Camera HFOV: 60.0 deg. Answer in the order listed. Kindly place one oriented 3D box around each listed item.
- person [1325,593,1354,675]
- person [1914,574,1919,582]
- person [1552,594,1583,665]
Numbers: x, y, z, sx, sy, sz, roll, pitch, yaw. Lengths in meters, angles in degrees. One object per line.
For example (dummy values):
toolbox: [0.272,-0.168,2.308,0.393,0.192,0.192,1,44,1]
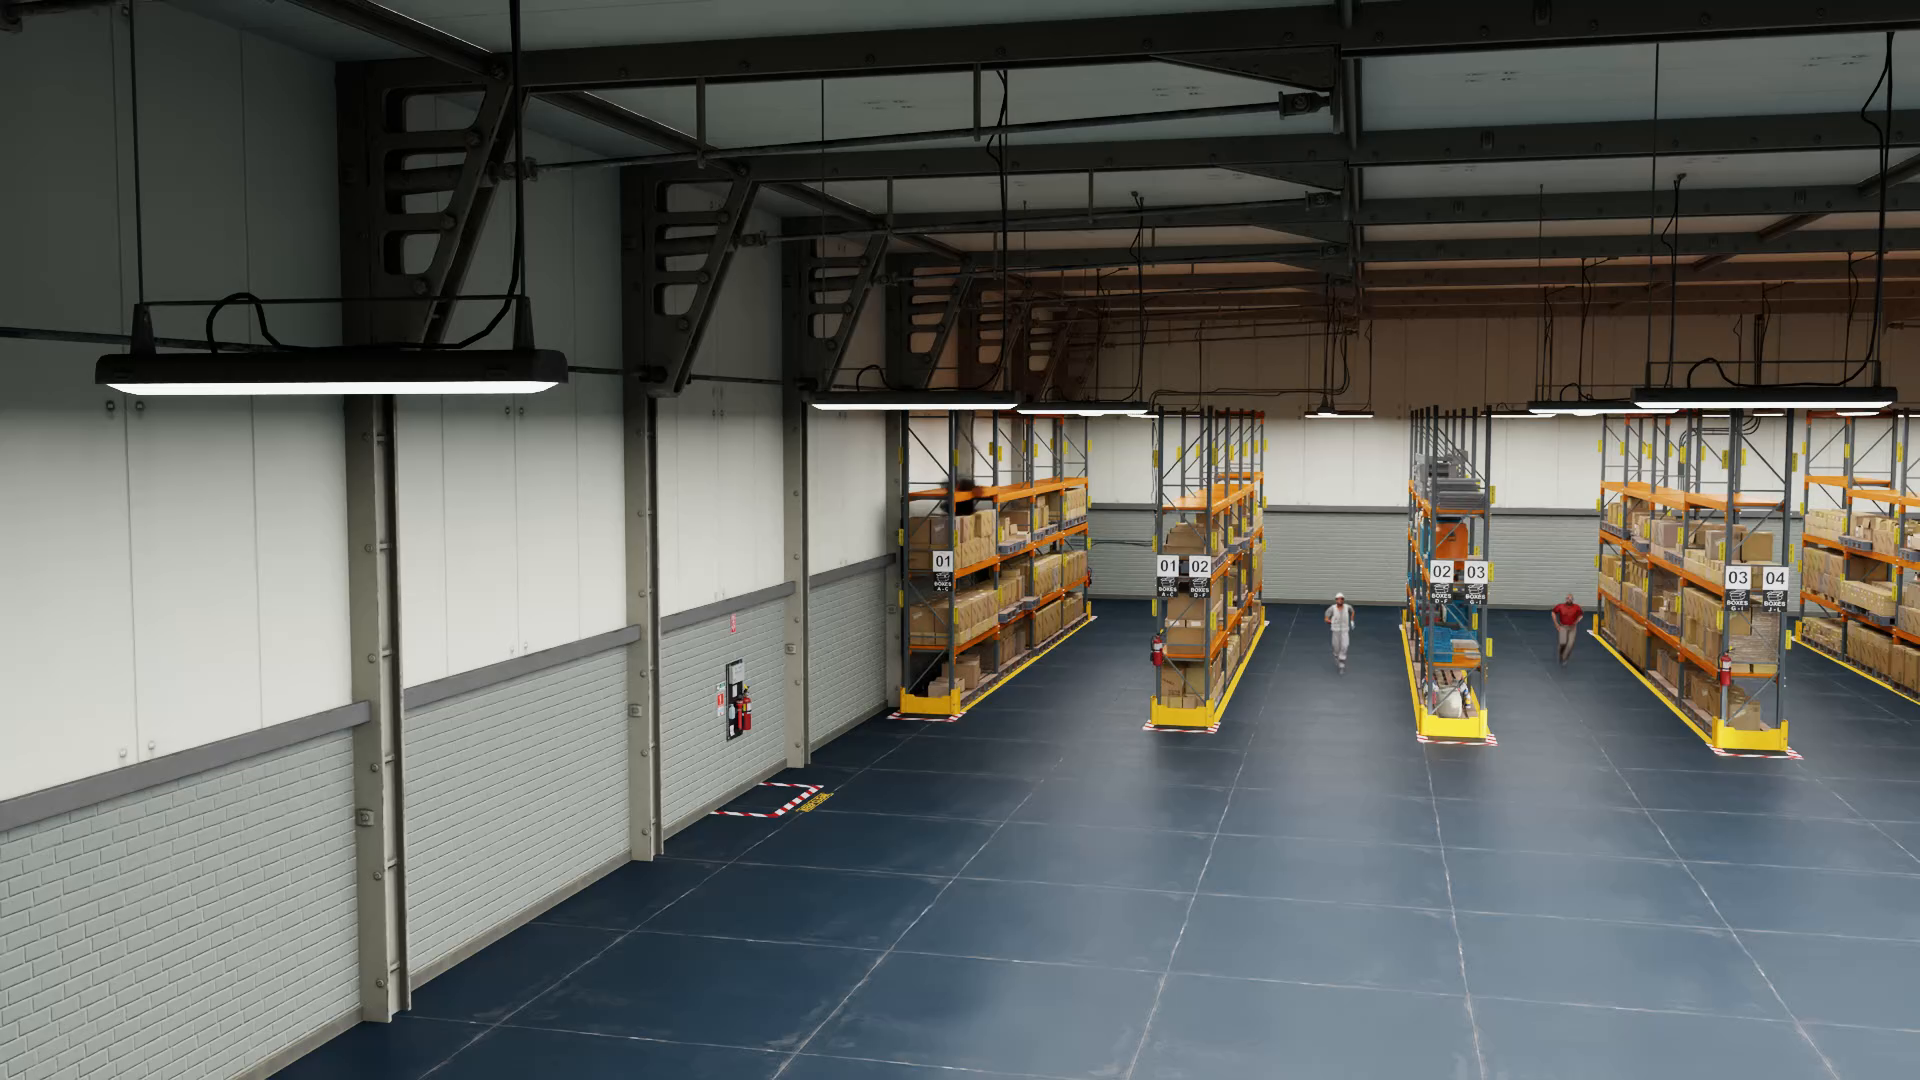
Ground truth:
person: [8.655,2.126,37.917,0.690,1.848,0.913,0,4,5]
person: [25.322,1.734,43.978,0.923,1.640,0.575,1,4,18]
person: [14.180,2.096,38.783,0.663,1.683,0.623,1,4,10]
